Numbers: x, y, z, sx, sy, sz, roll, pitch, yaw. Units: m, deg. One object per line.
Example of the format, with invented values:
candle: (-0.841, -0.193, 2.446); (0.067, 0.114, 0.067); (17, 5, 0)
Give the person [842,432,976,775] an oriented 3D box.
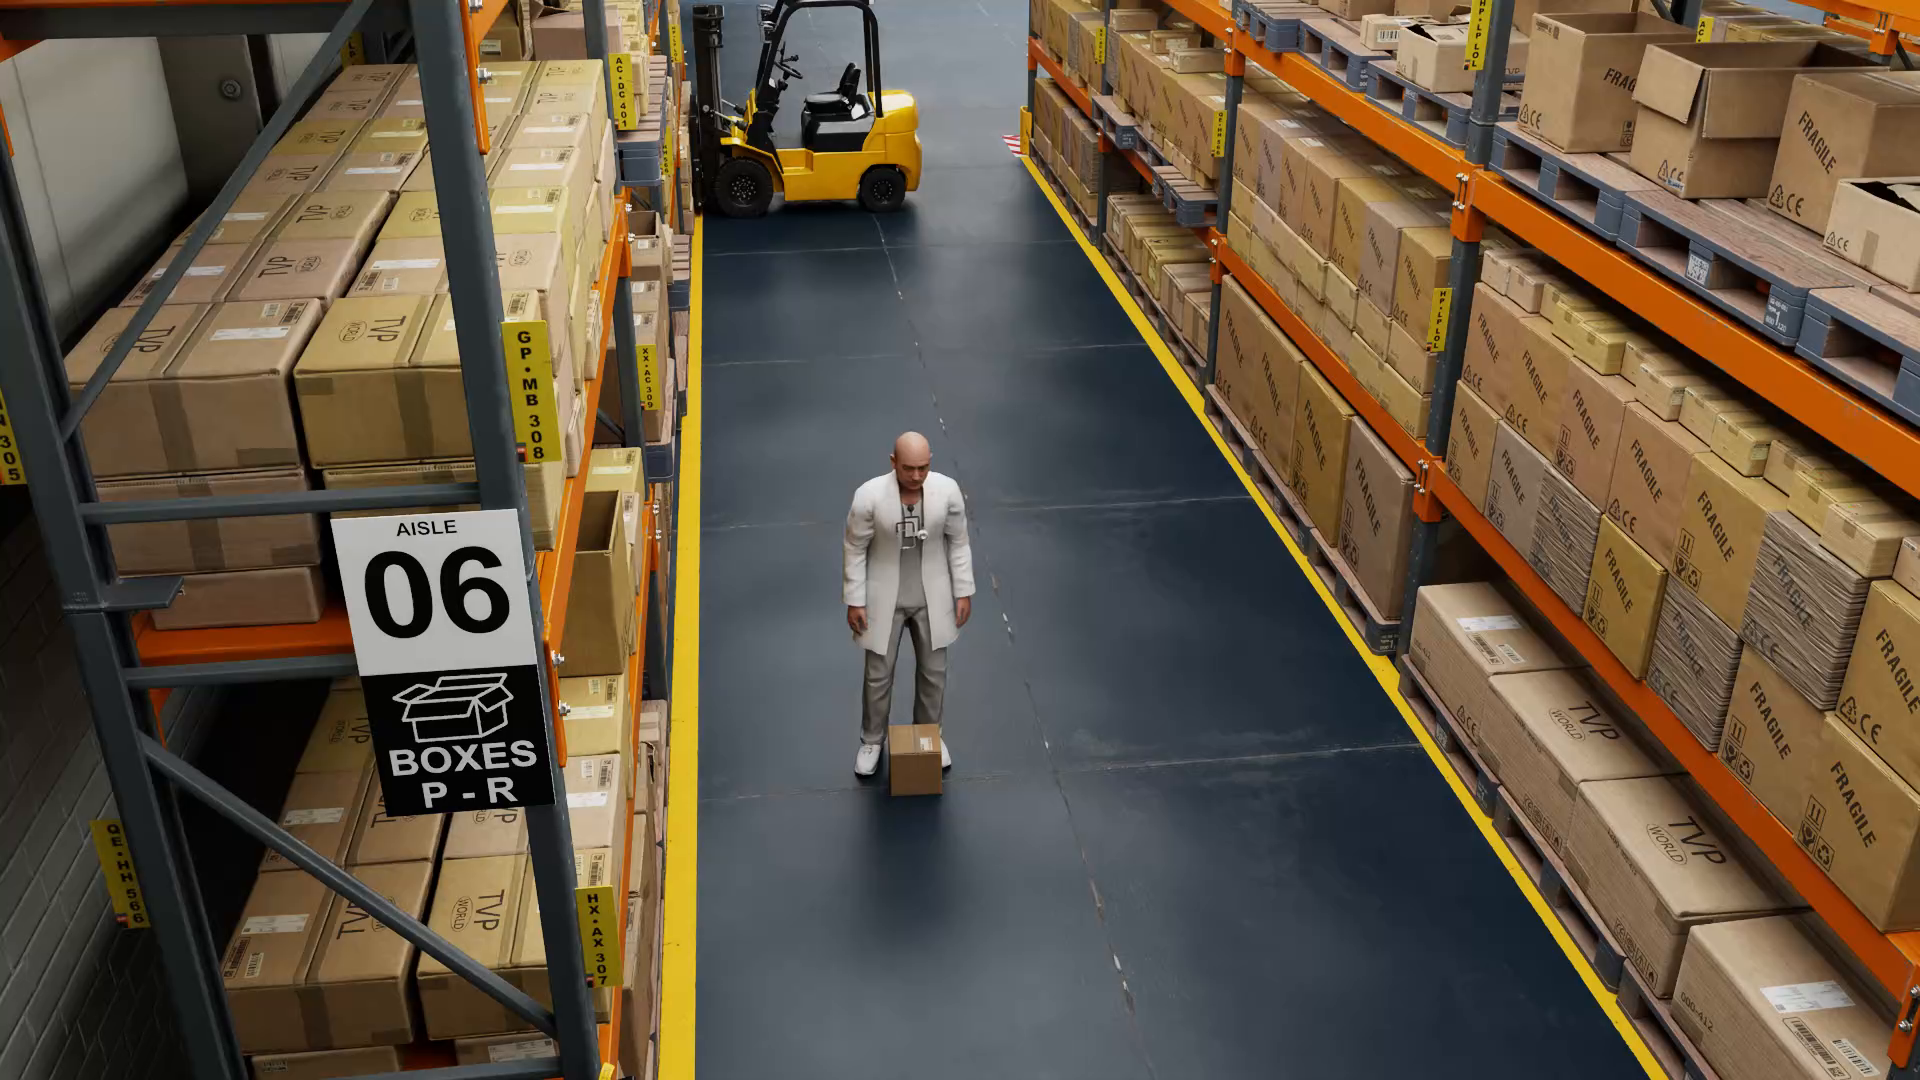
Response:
person: (-0.248, 0.288, 8.062); (0.656, 1.775, 0.418); (-5, 27, -9)
